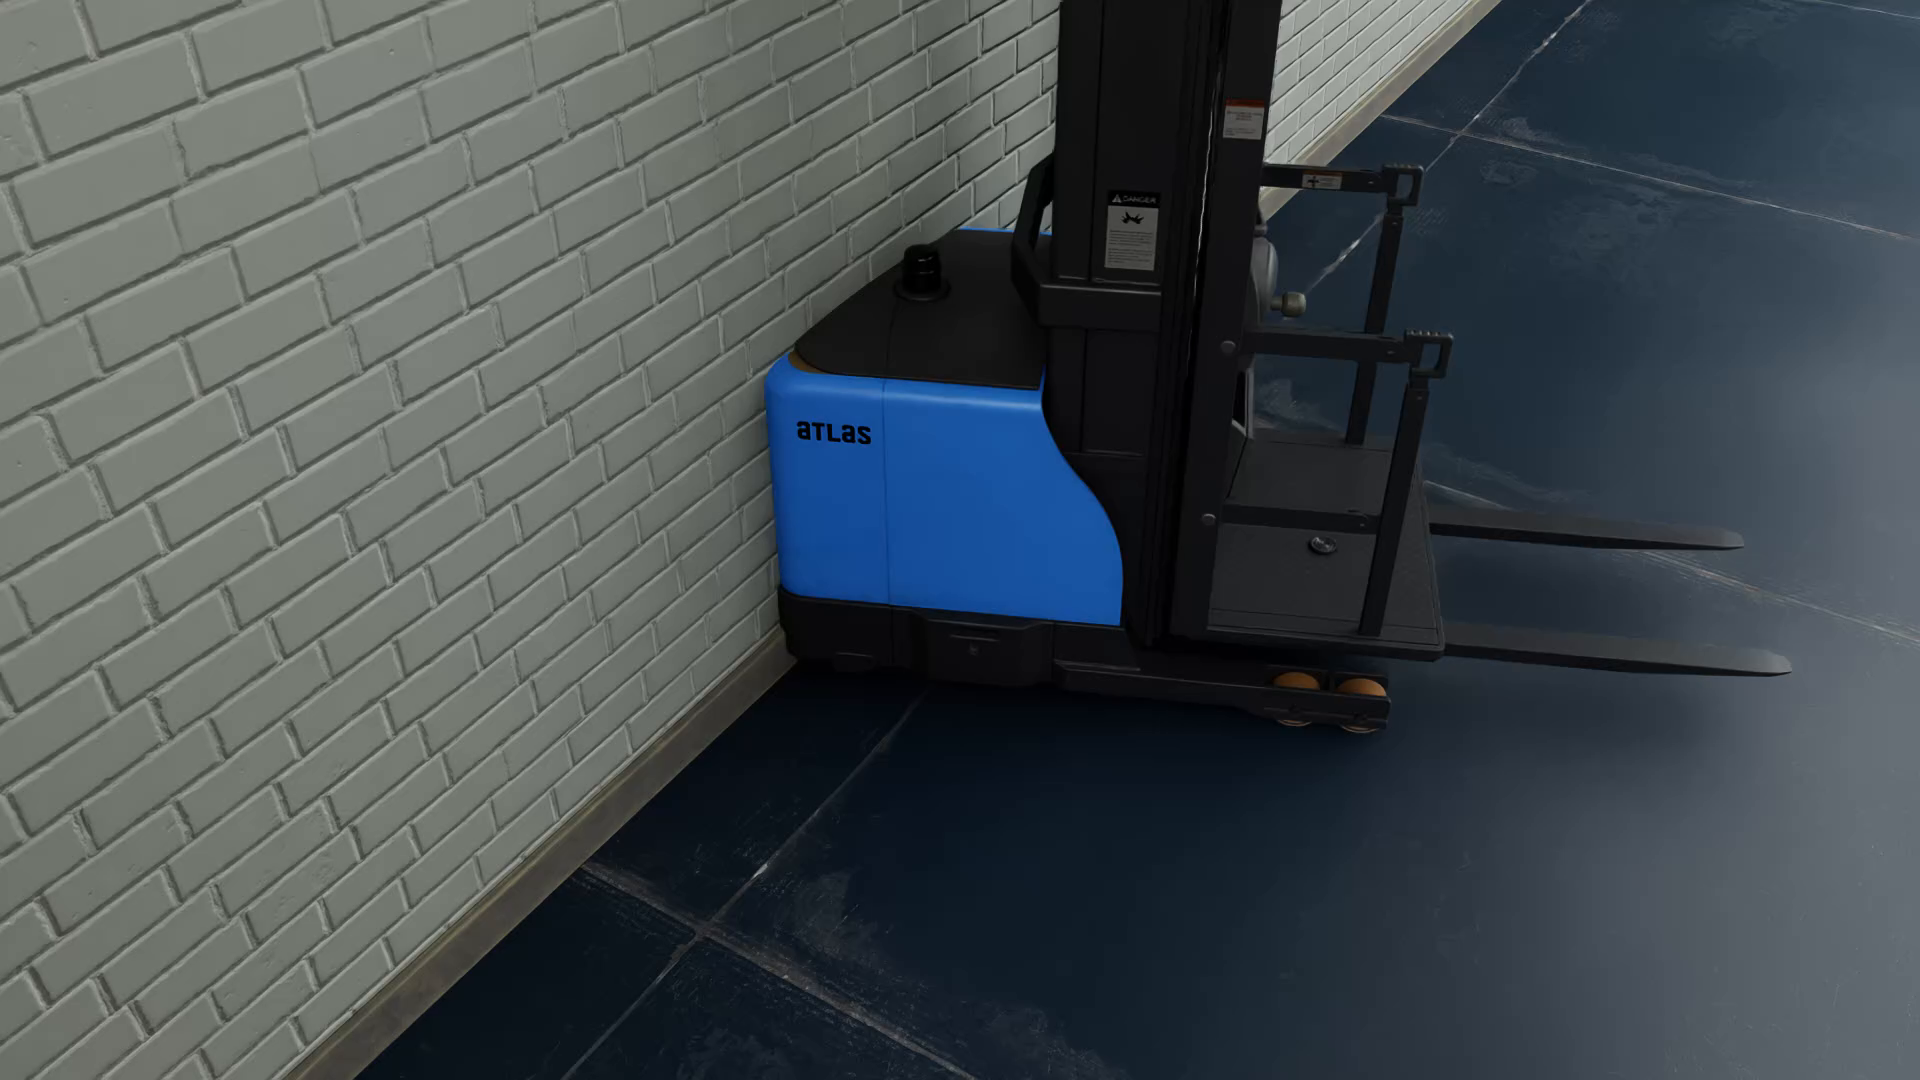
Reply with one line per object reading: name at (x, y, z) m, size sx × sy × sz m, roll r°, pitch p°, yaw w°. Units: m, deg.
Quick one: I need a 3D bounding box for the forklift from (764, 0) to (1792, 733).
forklift at (0.993, -0.929, 4.555) m, size 3.031 × 2.935 × 1.130 m, roll 5°, pitch 38°, yaw 6°
